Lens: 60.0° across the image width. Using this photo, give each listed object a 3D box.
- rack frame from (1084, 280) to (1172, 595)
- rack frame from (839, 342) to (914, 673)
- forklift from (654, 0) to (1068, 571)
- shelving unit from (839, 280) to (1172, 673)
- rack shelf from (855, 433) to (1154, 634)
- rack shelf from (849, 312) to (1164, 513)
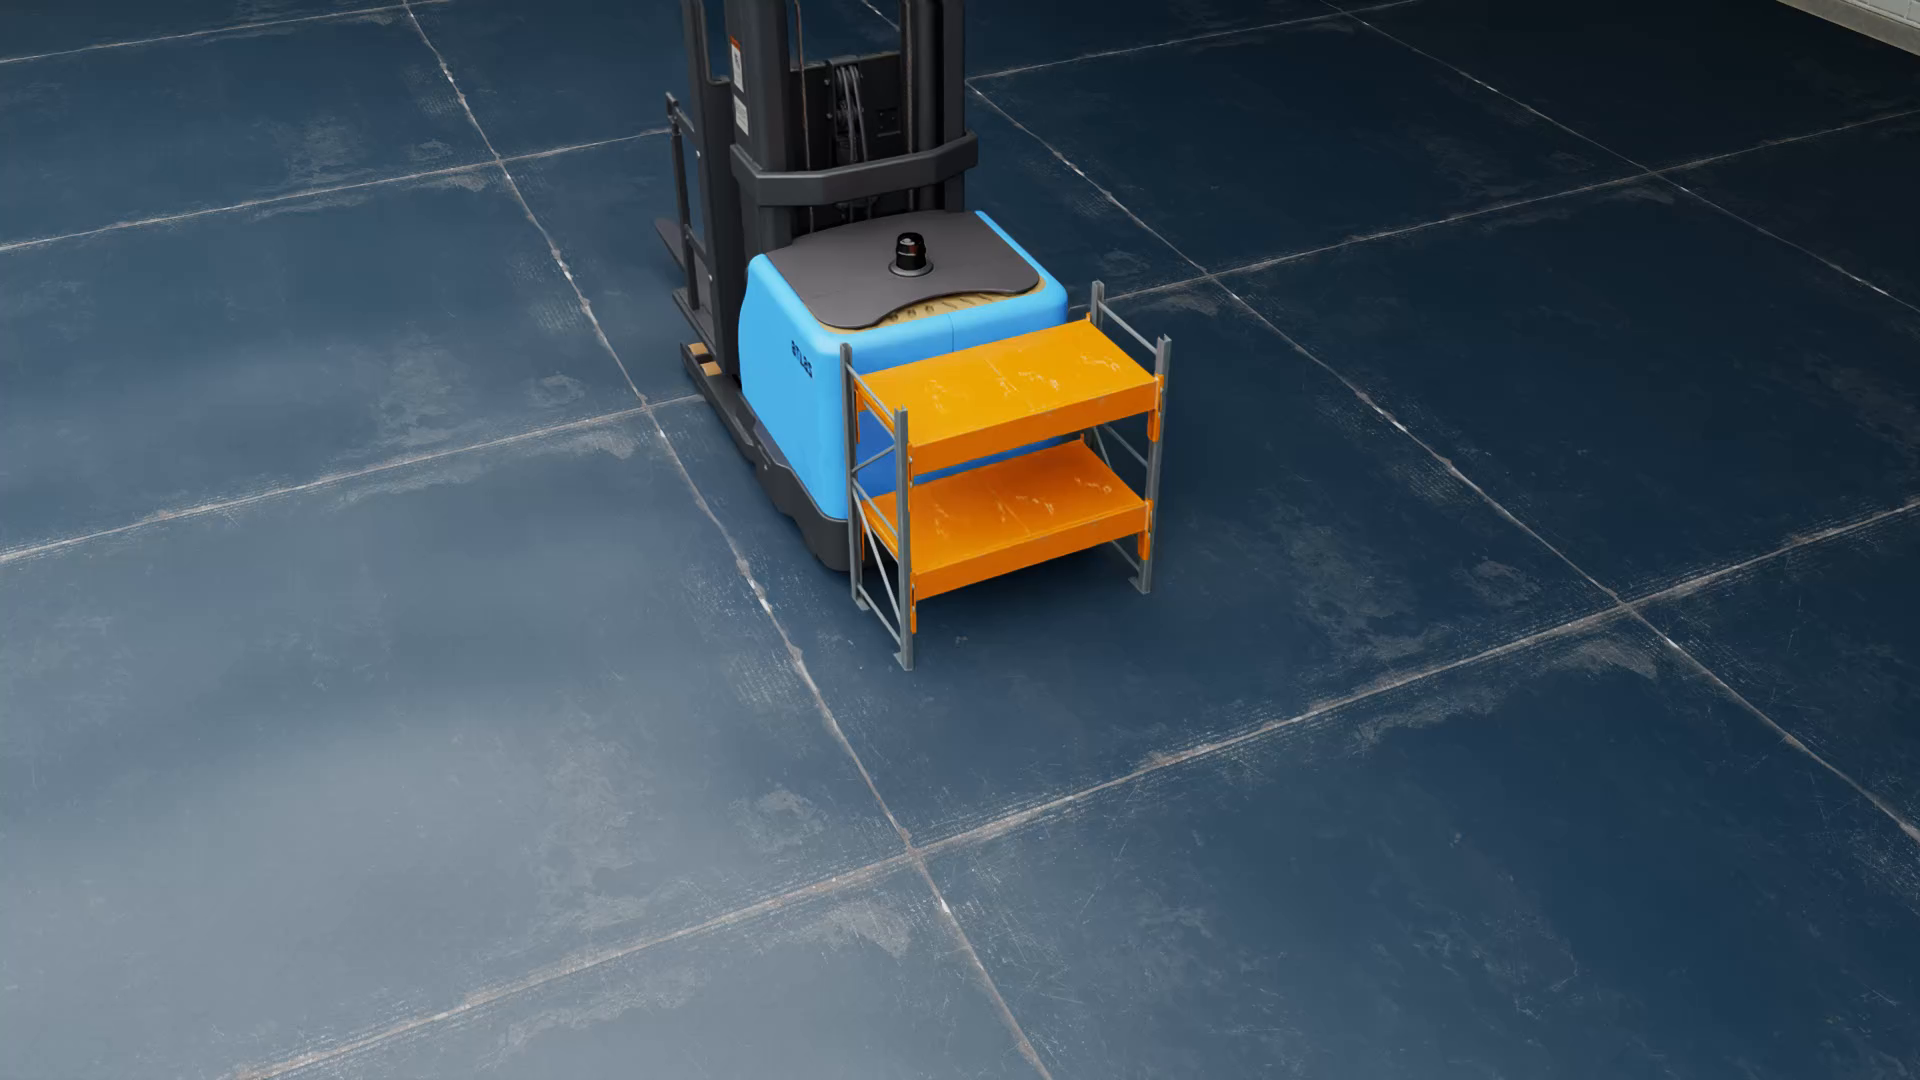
[{"bbox_3d":[0.613,-0.374,6.309,0.032,1.125,0.500,-17,40,-21],"label":"rack frame"},{"bbox_3d":[-0.296,-0.102,5.944,0.032,1.125,0.500,-17,40,-21],"label":"rack frame"},{"bbox_3d":[-0.650,-1.926,6.886,1.130,2.935,3.031,-15,39,-20],"label":"forklift"},{"bbox_3d":[0.159,-0.238,6.127,1.048,1.125,0.538,-17,40,-21],"label":"shelving unit"},{"bbox_3d":[0.159,-0.042,6.272,1.000,0.278,0.538,-17,40,-21],"label":"rack shelf"},{"bbox_3d":[0.159,-0.473,5.952,1.000,0.278,0.538,-17,40,-21],"label":"rack shelf"}]
